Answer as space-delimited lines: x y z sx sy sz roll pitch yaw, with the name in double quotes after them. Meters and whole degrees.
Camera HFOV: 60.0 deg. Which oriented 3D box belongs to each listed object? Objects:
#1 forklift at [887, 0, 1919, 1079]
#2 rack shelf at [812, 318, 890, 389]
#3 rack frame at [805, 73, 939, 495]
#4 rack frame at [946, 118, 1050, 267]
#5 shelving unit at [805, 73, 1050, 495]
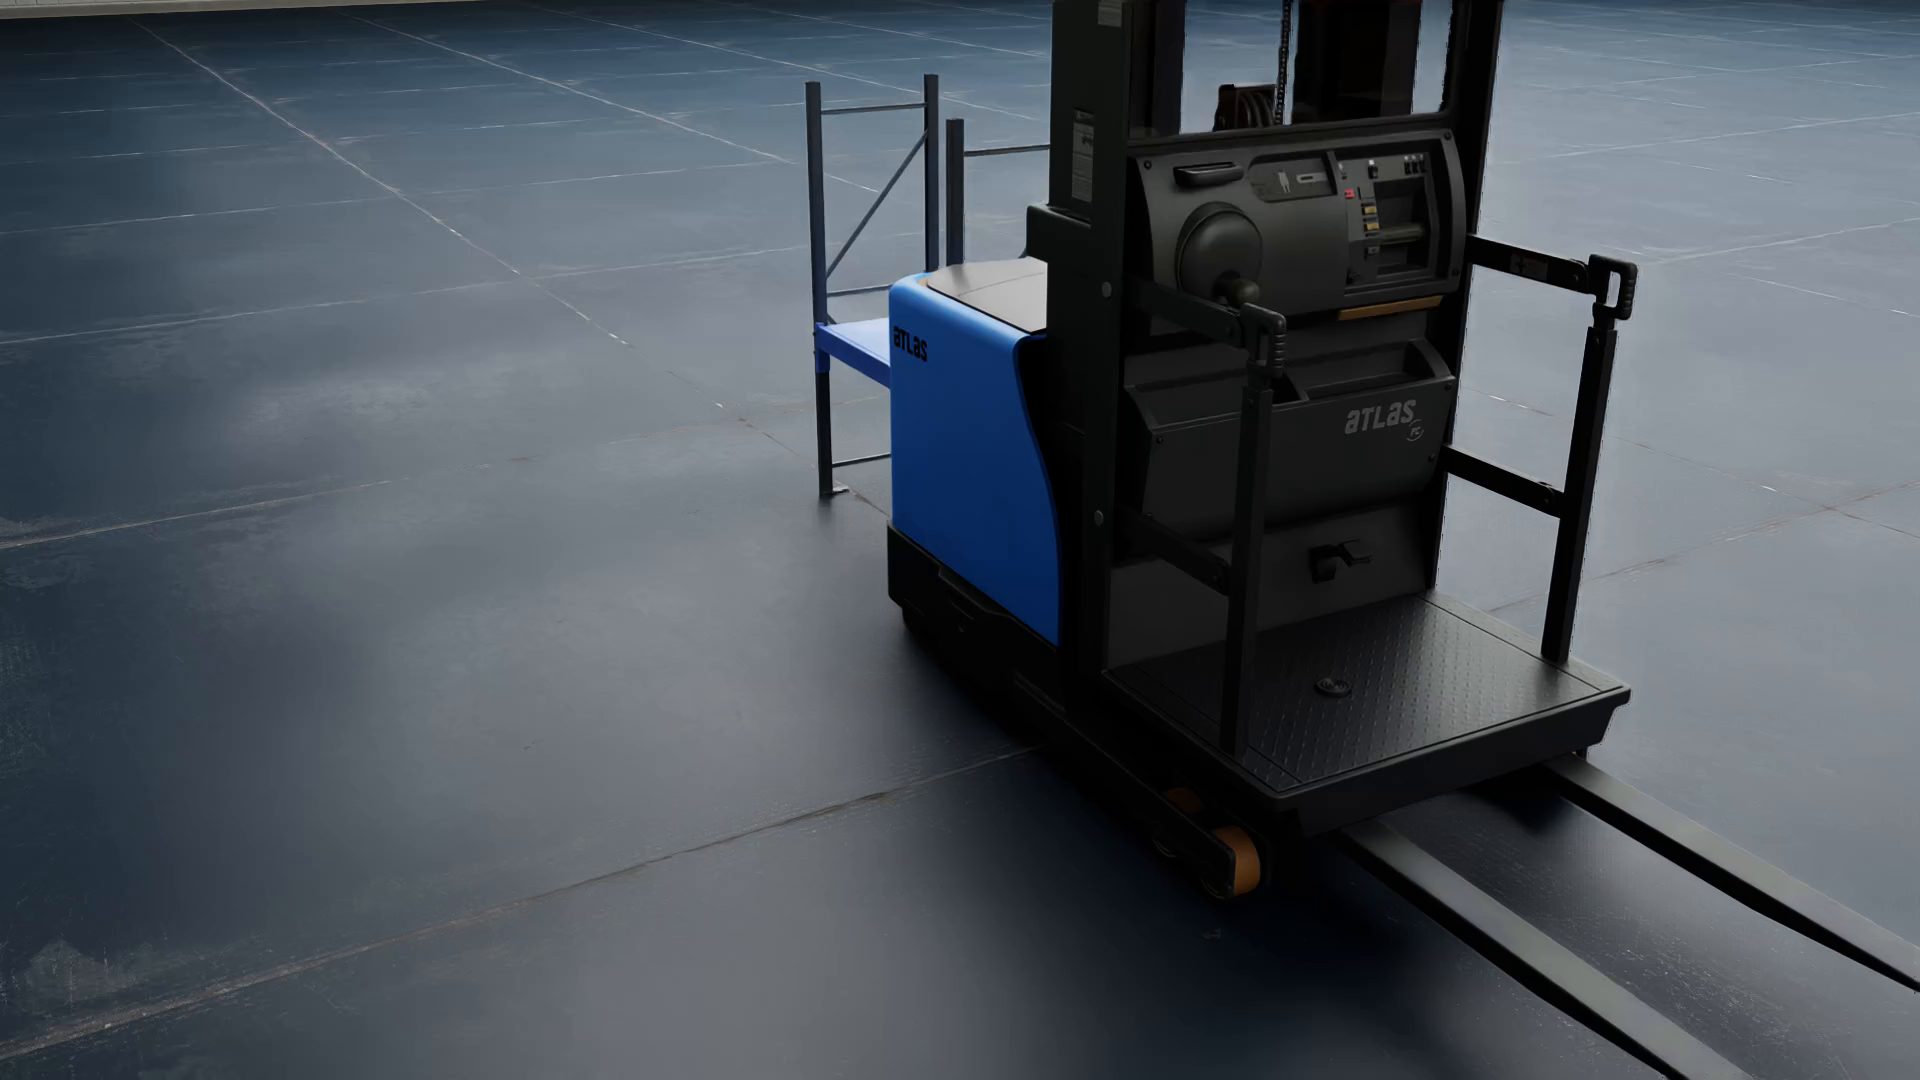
0.917 -0.732 3.721 1.130 2.935 3.031 -11 25 -26 "forklift"
-0.059 -0.578 5.719 0.538 0.185 1.000 -12 25 -26 "rack shelf"
-0.302 -0.913 6.065 0.500 1.500 0.032 -12 25 -26 "rack frame"
0.185 -0.577 5.238 0.500 1.500 0.032 -12 25 -26 "rack frame"
-0.059 -0.745 5.652 0.538 1.500 1.048 -12 25 -26 "shelving unit"
